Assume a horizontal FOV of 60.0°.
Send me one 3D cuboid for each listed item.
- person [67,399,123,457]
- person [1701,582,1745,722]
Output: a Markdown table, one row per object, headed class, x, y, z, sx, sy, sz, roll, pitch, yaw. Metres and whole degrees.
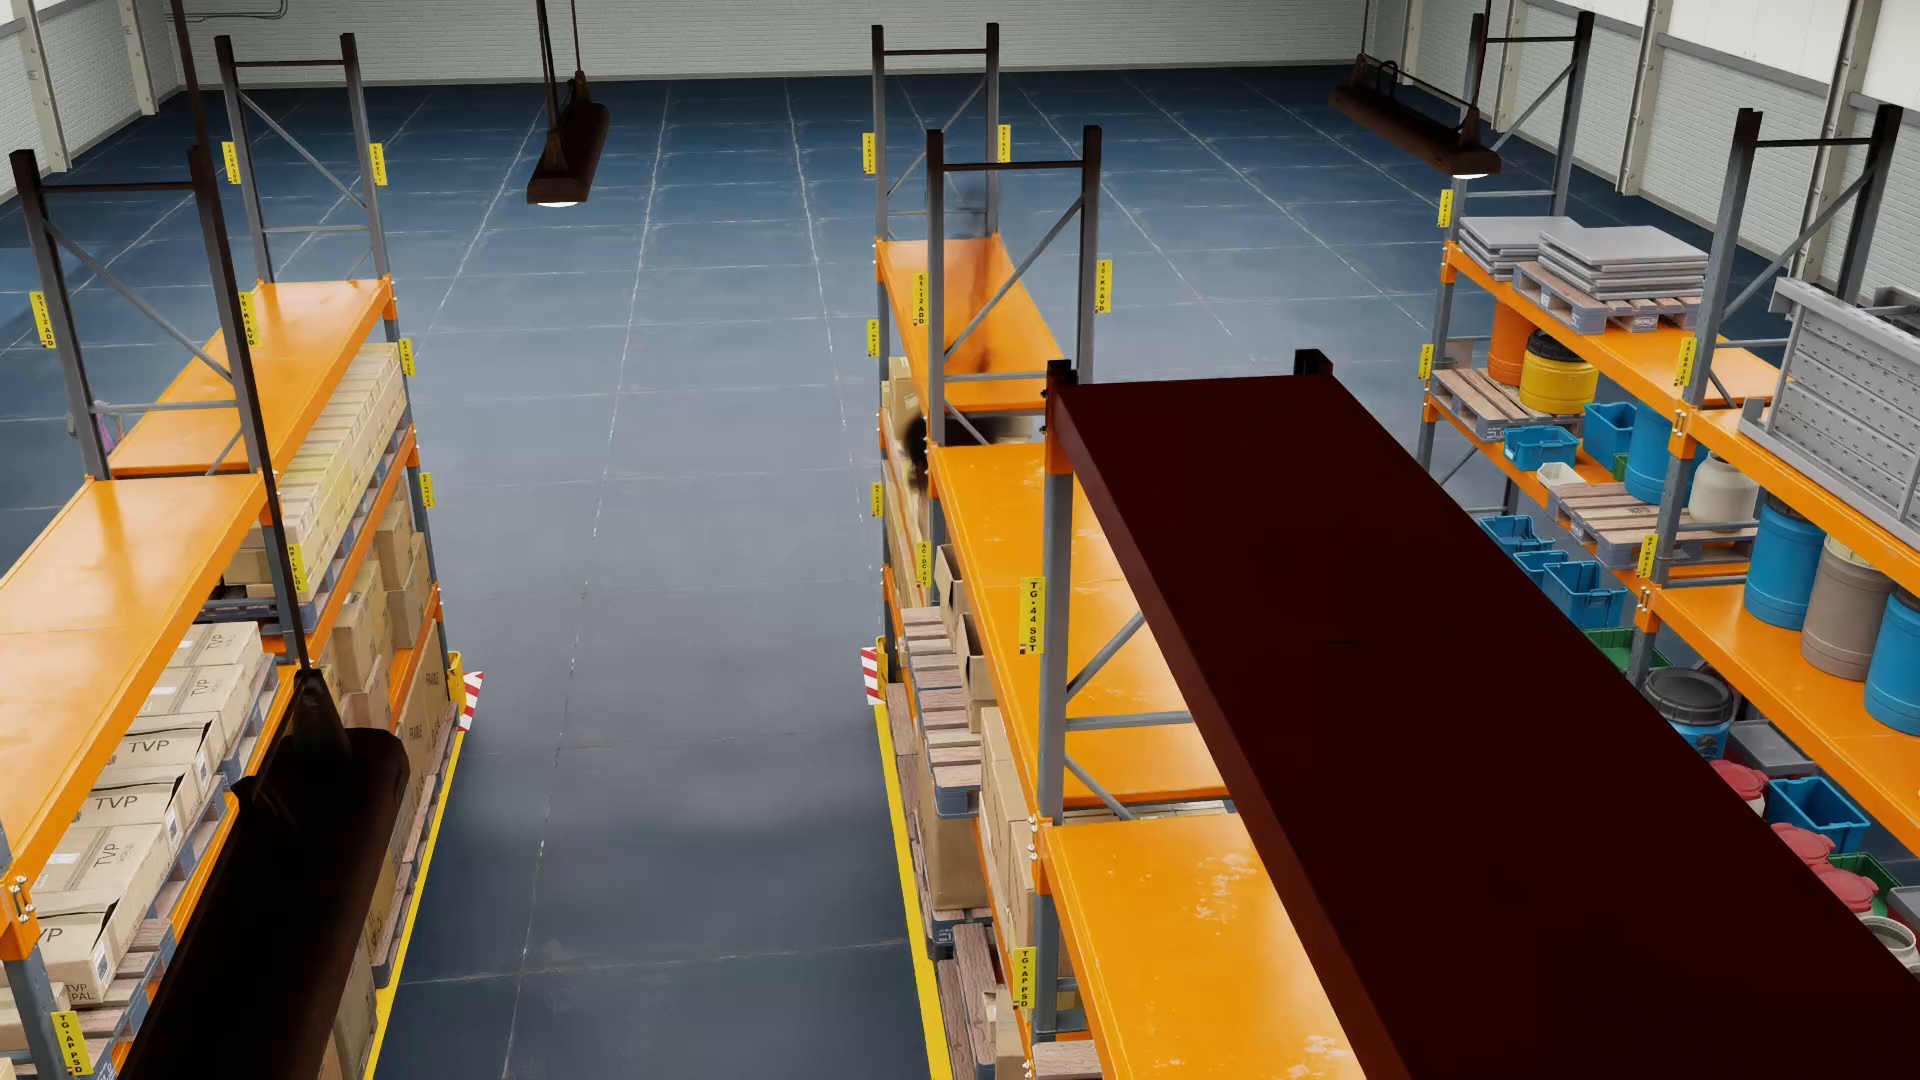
| class | x | y | z | sx | sy | sz | roll | pitch | yaw |
| --- | --- | --- | --- | --- | --- | --- | --- | --- | --- |
| person | -9.823 | -1.045 | 18.952 | 0.656 | 1.527 | 0.524 | 23 | 34 | 39 |
| person | 6.646 | 1.041 | 14.413 | 0.617 | 1.617 | 0.689 | 1 | 26 | 2 |
